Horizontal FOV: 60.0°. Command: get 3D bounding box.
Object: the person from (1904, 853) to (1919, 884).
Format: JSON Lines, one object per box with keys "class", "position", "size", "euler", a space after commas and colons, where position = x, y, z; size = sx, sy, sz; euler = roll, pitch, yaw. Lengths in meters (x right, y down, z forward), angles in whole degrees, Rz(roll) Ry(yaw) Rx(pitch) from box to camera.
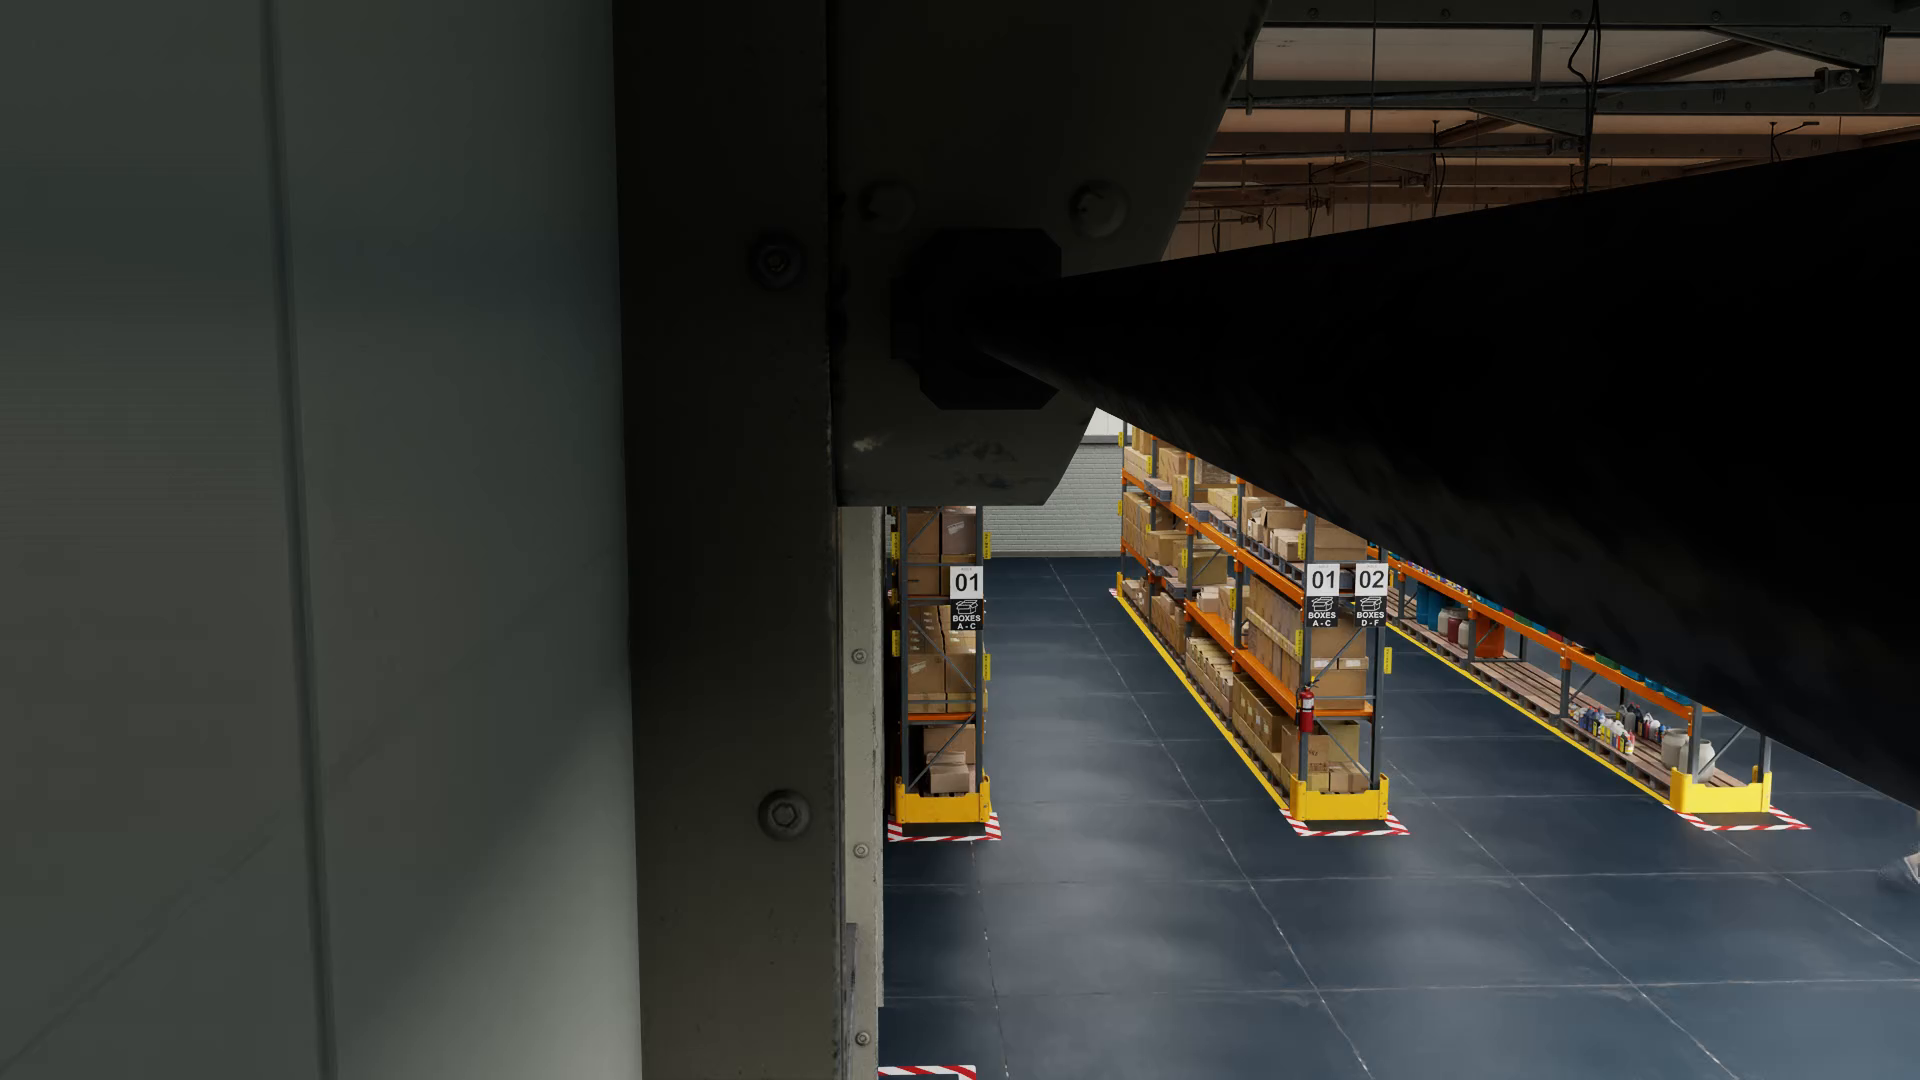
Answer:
{"class": "person", "position": [10.727, 3.000, 17.848], "size": [0.980, 1.726, 0.686], "euler": [4, 9, 24]}
